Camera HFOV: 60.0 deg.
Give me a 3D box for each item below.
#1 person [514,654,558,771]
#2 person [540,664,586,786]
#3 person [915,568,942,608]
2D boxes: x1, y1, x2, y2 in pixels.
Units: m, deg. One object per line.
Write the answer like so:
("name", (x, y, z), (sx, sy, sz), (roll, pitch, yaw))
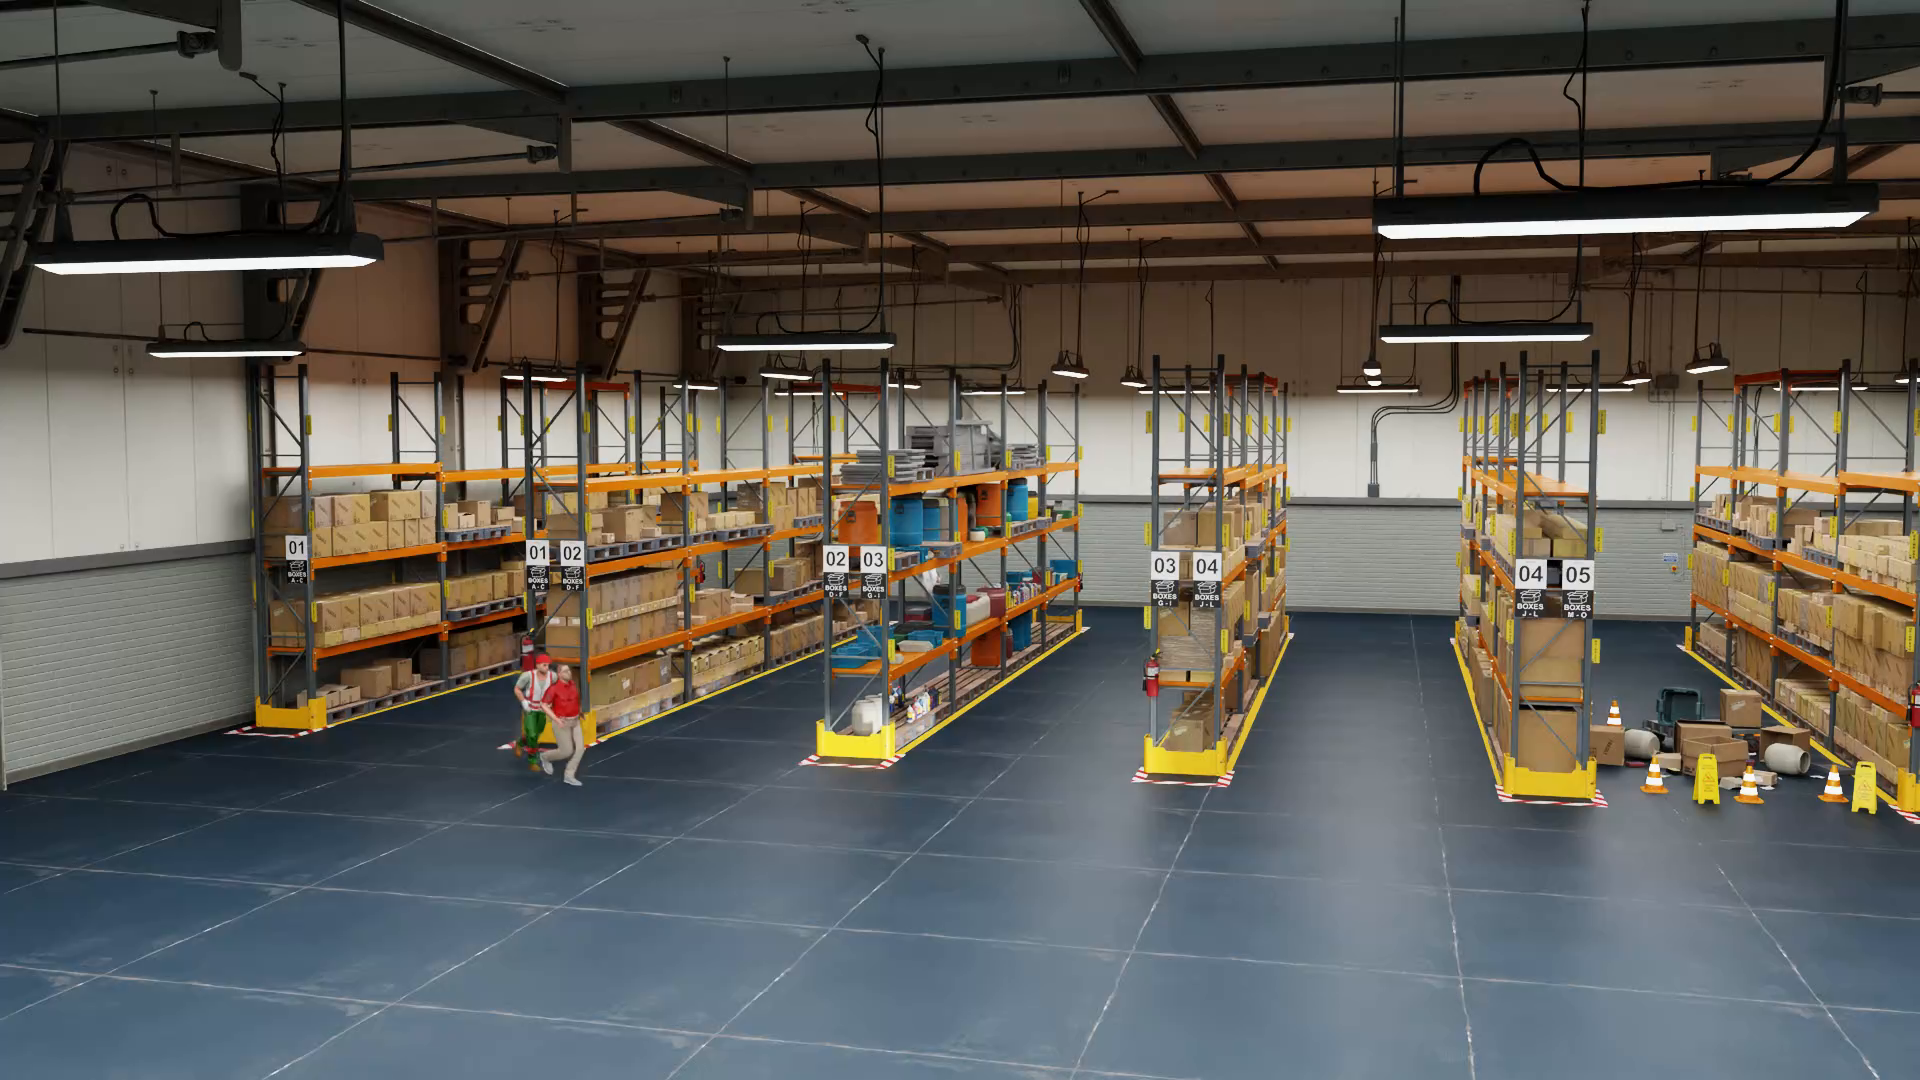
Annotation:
("person", (-6.253, 2.498, 24.395), (0.653, 1.732, 0.954), (-3, 5, -38))
("person", (-5.540, 2.571, 23.216), (0.644, 1.690, 0.669), (2, 5, 32))
("person", (-0.768, 1.268, 41.857), (0.689, 1.729, 0.880), (-2, 4, -22))
